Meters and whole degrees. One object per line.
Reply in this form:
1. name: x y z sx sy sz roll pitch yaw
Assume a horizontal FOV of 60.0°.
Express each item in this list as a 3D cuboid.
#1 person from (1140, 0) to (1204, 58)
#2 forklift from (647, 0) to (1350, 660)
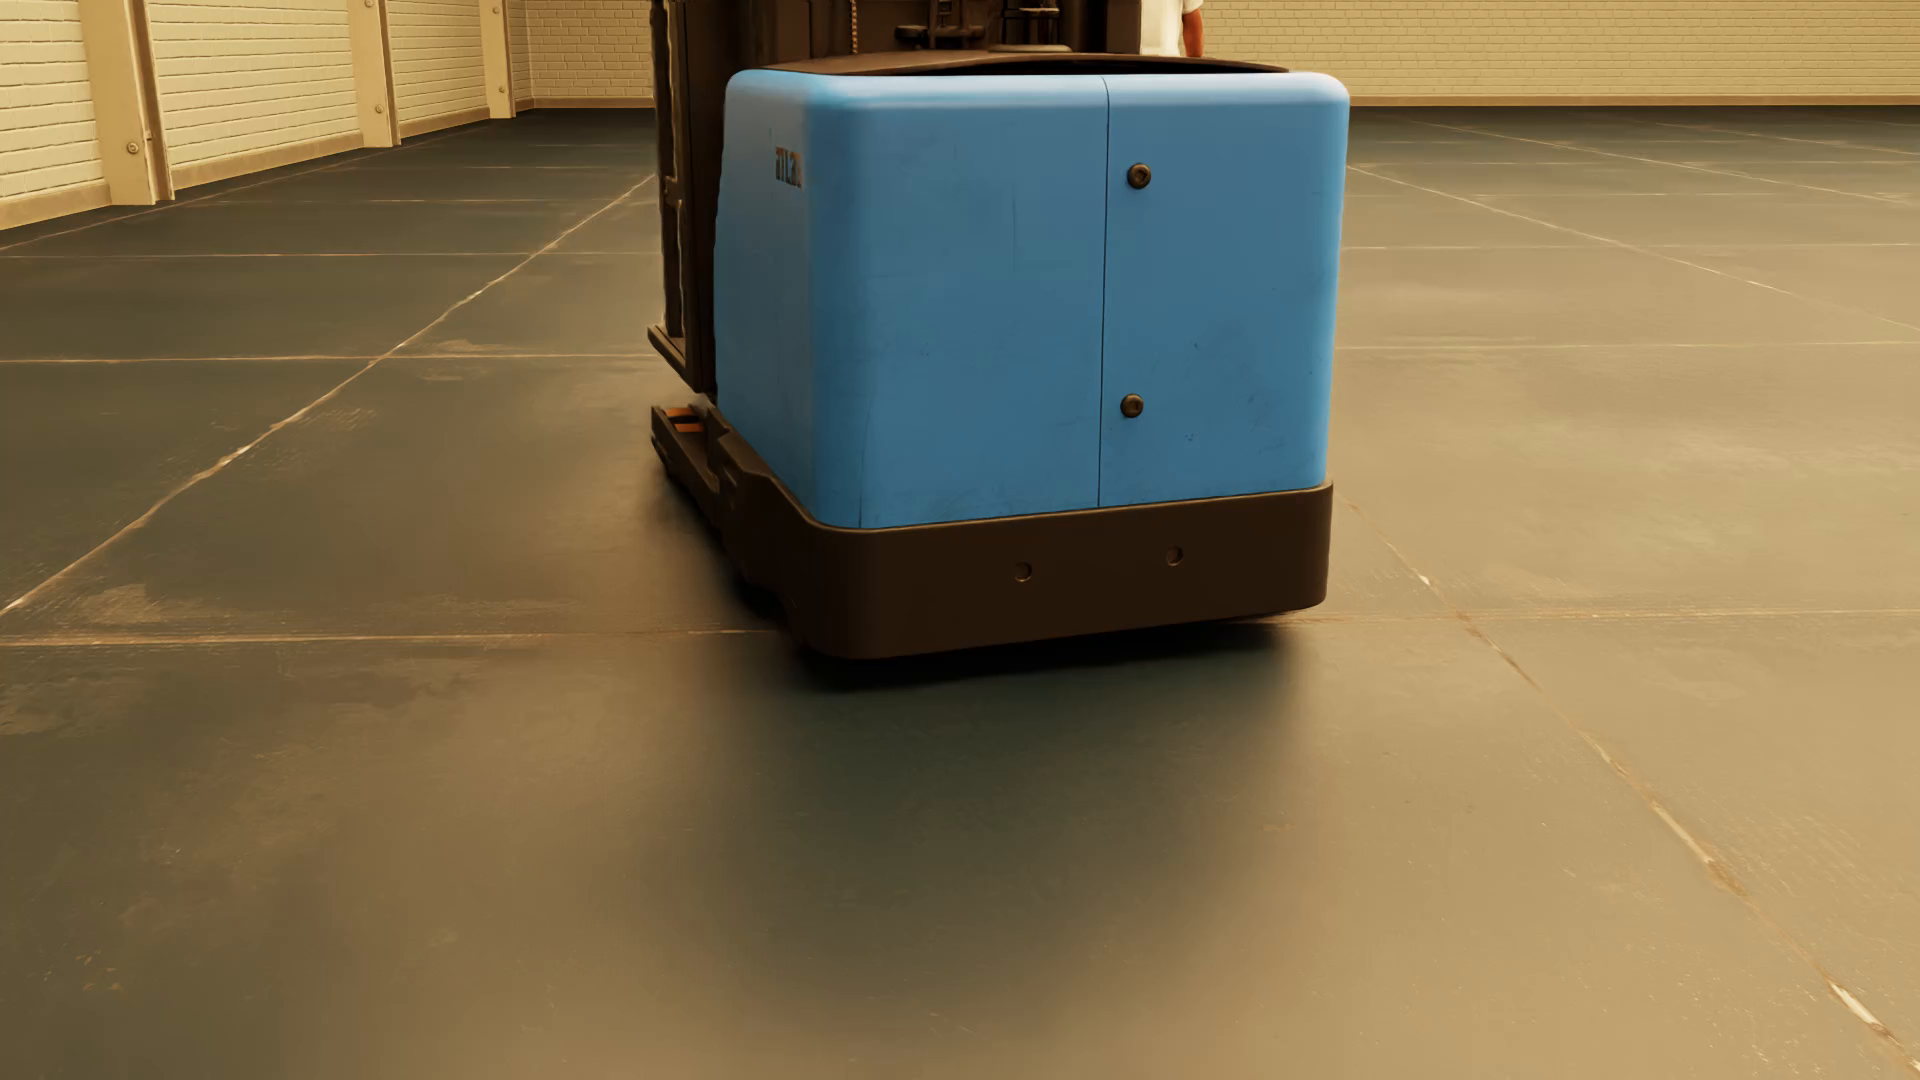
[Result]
1. person: 0.689 -1.893 7.039 0.654 1.785 0.562 -3 17 -9
2. forklift: -0.216 -1.579 4.068 1.130 2.935 3.031 -6 18 -17
